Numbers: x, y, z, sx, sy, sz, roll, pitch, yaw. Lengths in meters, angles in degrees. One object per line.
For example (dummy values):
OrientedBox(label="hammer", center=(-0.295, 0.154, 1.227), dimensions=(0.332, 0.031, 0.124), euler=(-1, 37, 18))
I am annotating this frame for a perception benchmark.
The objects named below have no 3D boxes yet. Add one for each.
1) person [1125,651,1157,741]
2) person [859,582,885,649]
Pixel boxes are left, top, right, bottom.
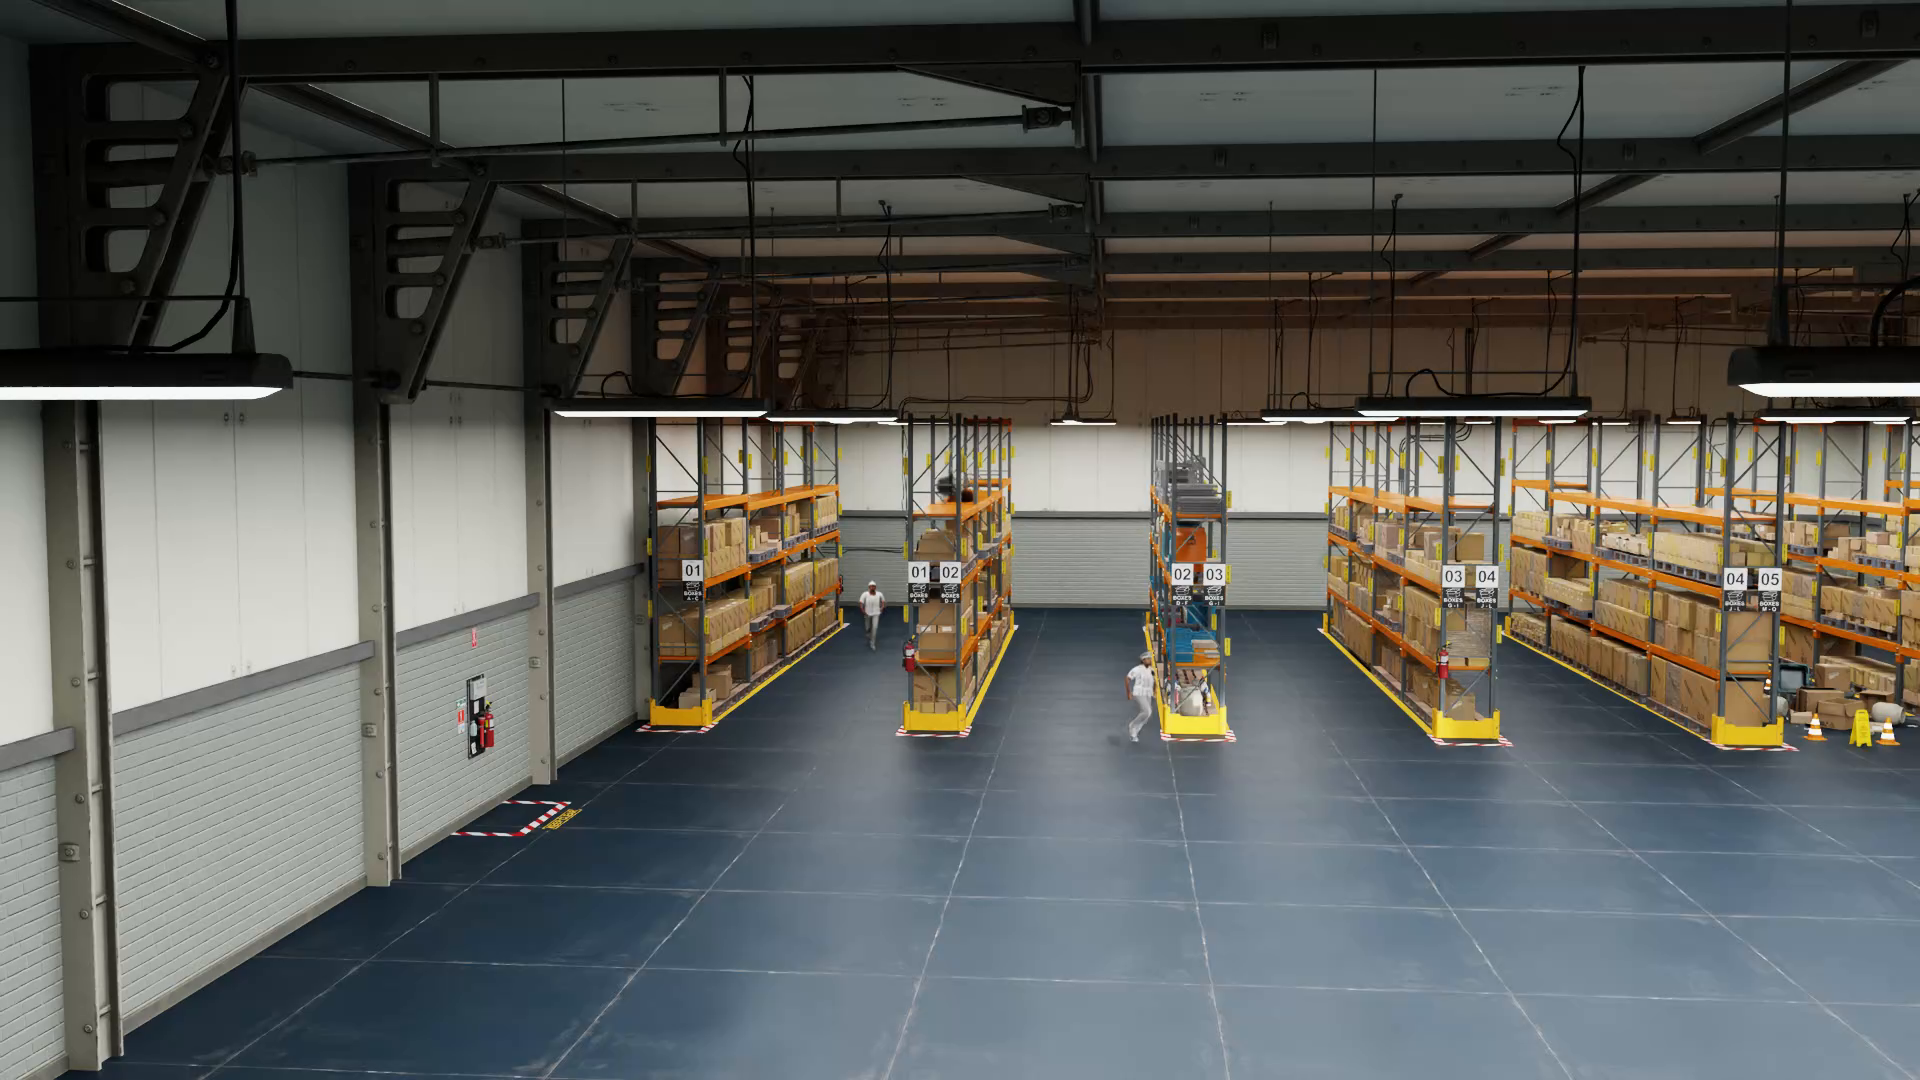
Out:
OrientedBox(label="person", center=(3.391, 2.857, 30.402), dimensions=(0.598, 1.627, 0.553), euler=(-2, 5, -33))
OrientedBox(label="person", center=(-2.303, 1.952, 43.530), dimensions=(0.688, 1.737, 0.944), euler=(0, 4, 0))
